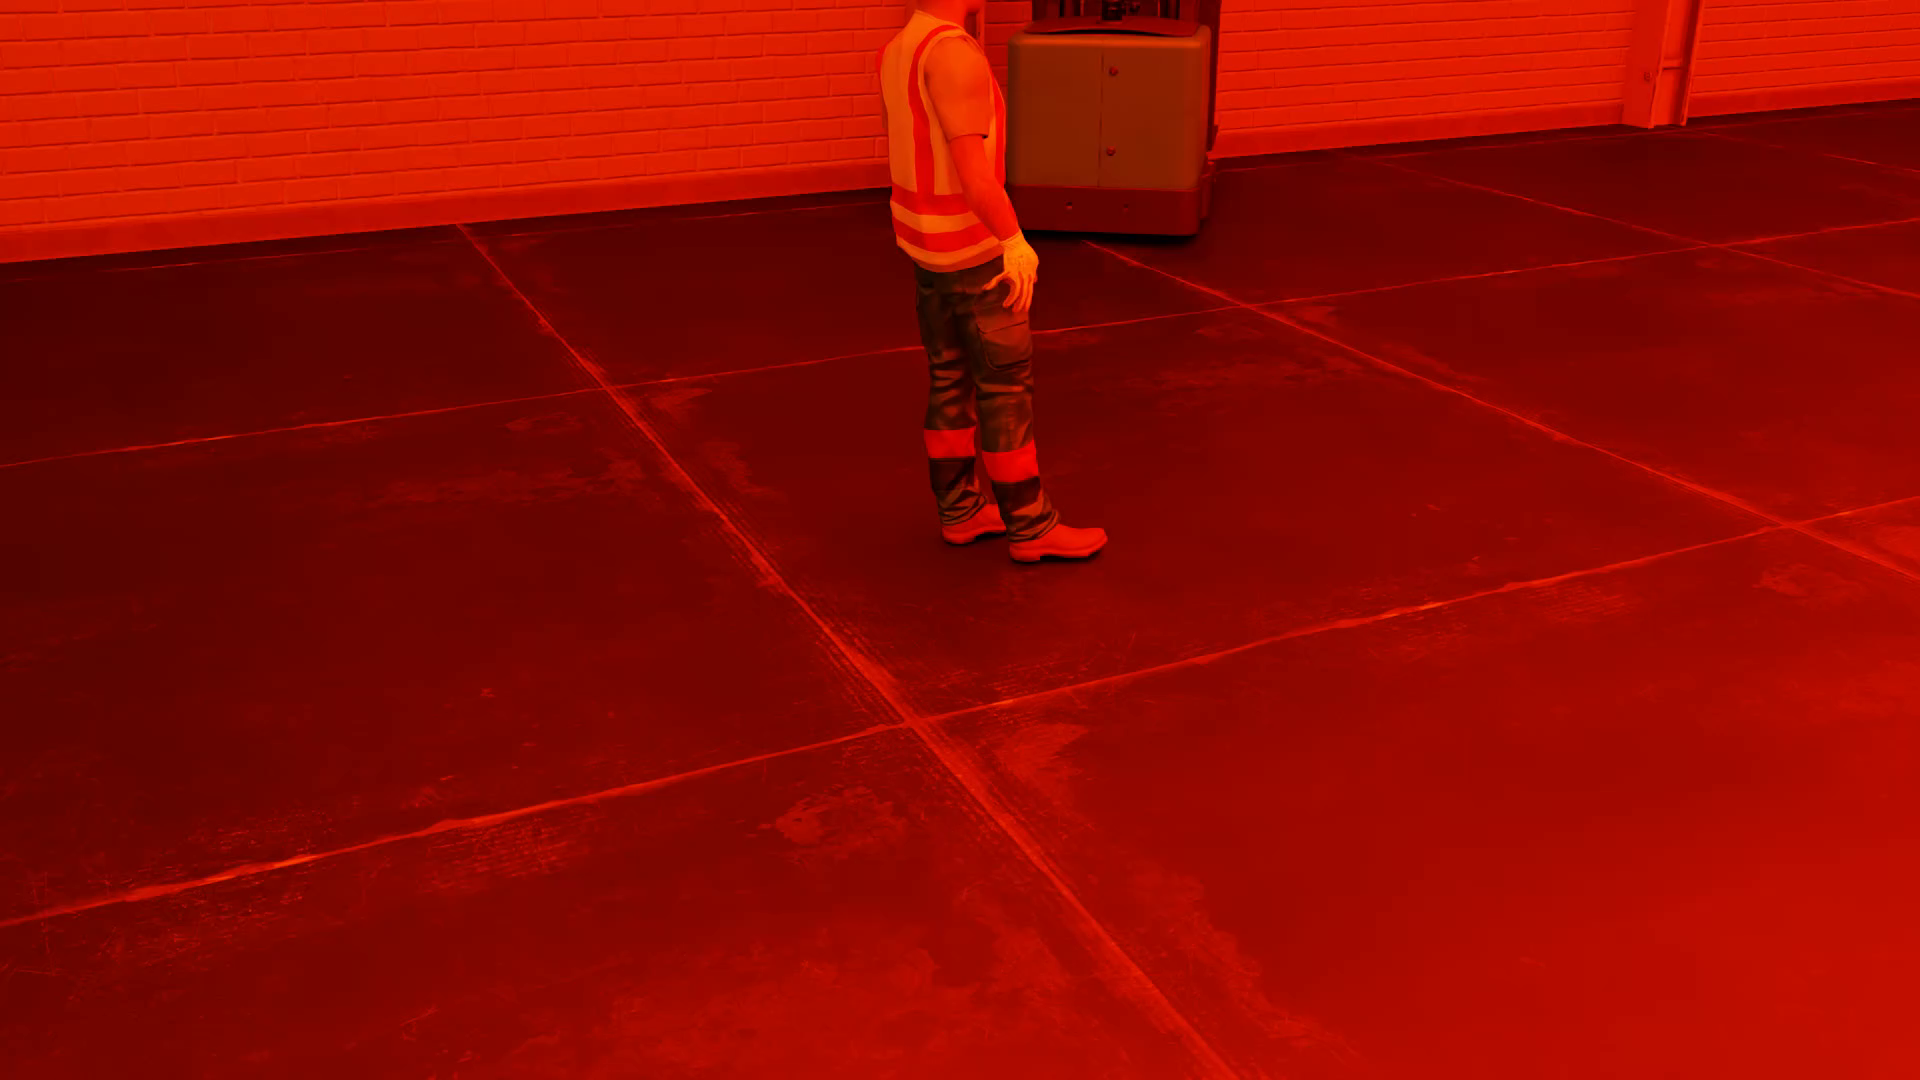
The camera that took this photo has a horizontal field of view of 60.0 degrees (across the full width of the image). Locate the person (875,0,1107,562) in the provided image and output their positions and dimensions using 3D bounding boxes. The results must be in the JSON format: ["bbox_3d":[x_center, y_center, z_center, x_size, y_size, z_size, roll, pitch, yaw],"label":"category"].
[{"bbox_3d":[0.078,-0.842,4.782,0.562,1.790,0.637,-10,25,-23],"label":"person"}]

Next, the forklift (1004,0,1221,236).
[{"bbox_3d":[1.006,-3.498,9.707,1.130,2.935,3.031,4,23,10],"label":"forklift"}]
